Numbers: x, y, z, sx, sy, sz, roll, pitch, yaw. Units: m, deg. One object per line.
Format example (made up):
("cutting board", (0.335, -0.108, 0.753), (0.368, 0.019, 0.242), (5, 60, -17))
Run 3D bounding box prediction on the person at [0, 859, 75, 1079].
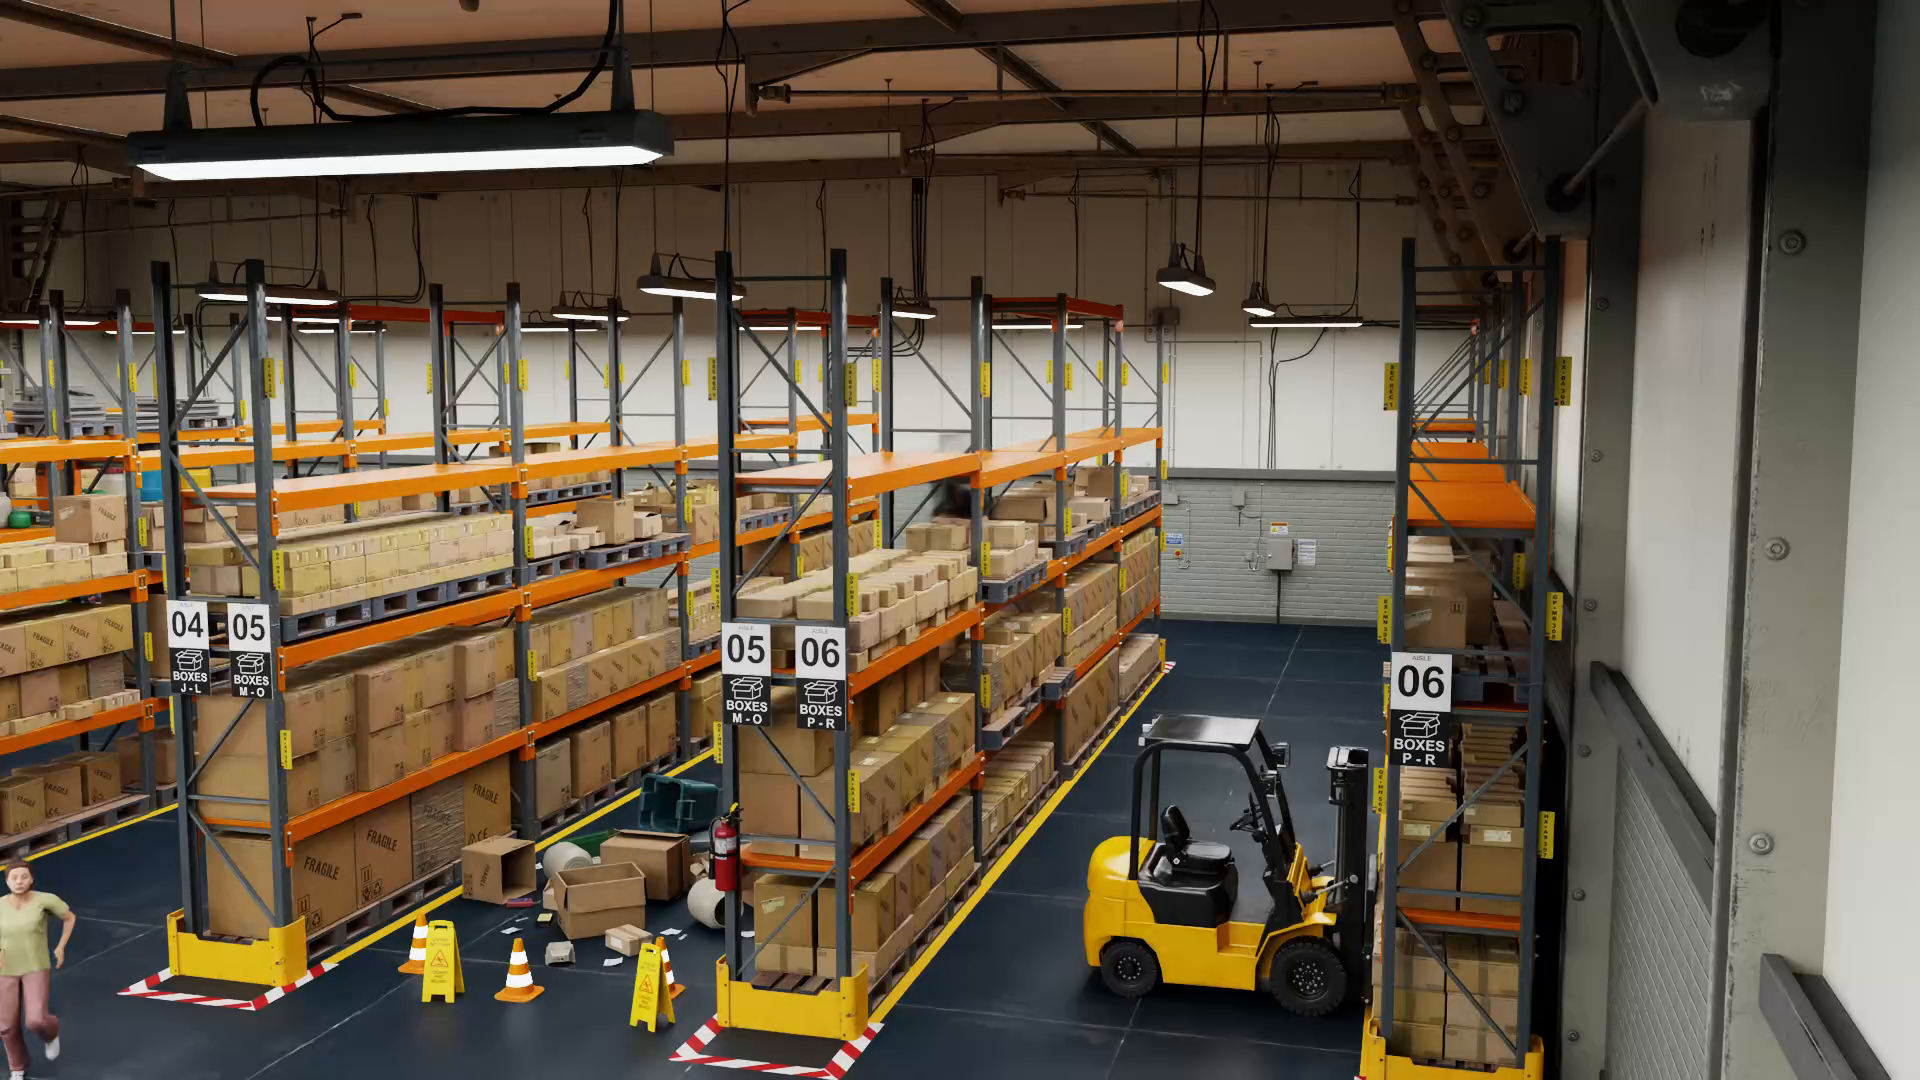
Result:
("person", (-6.719, 3.110, 11.970), (0.606, 1.640, 0.536), (-2, 6, -19))
